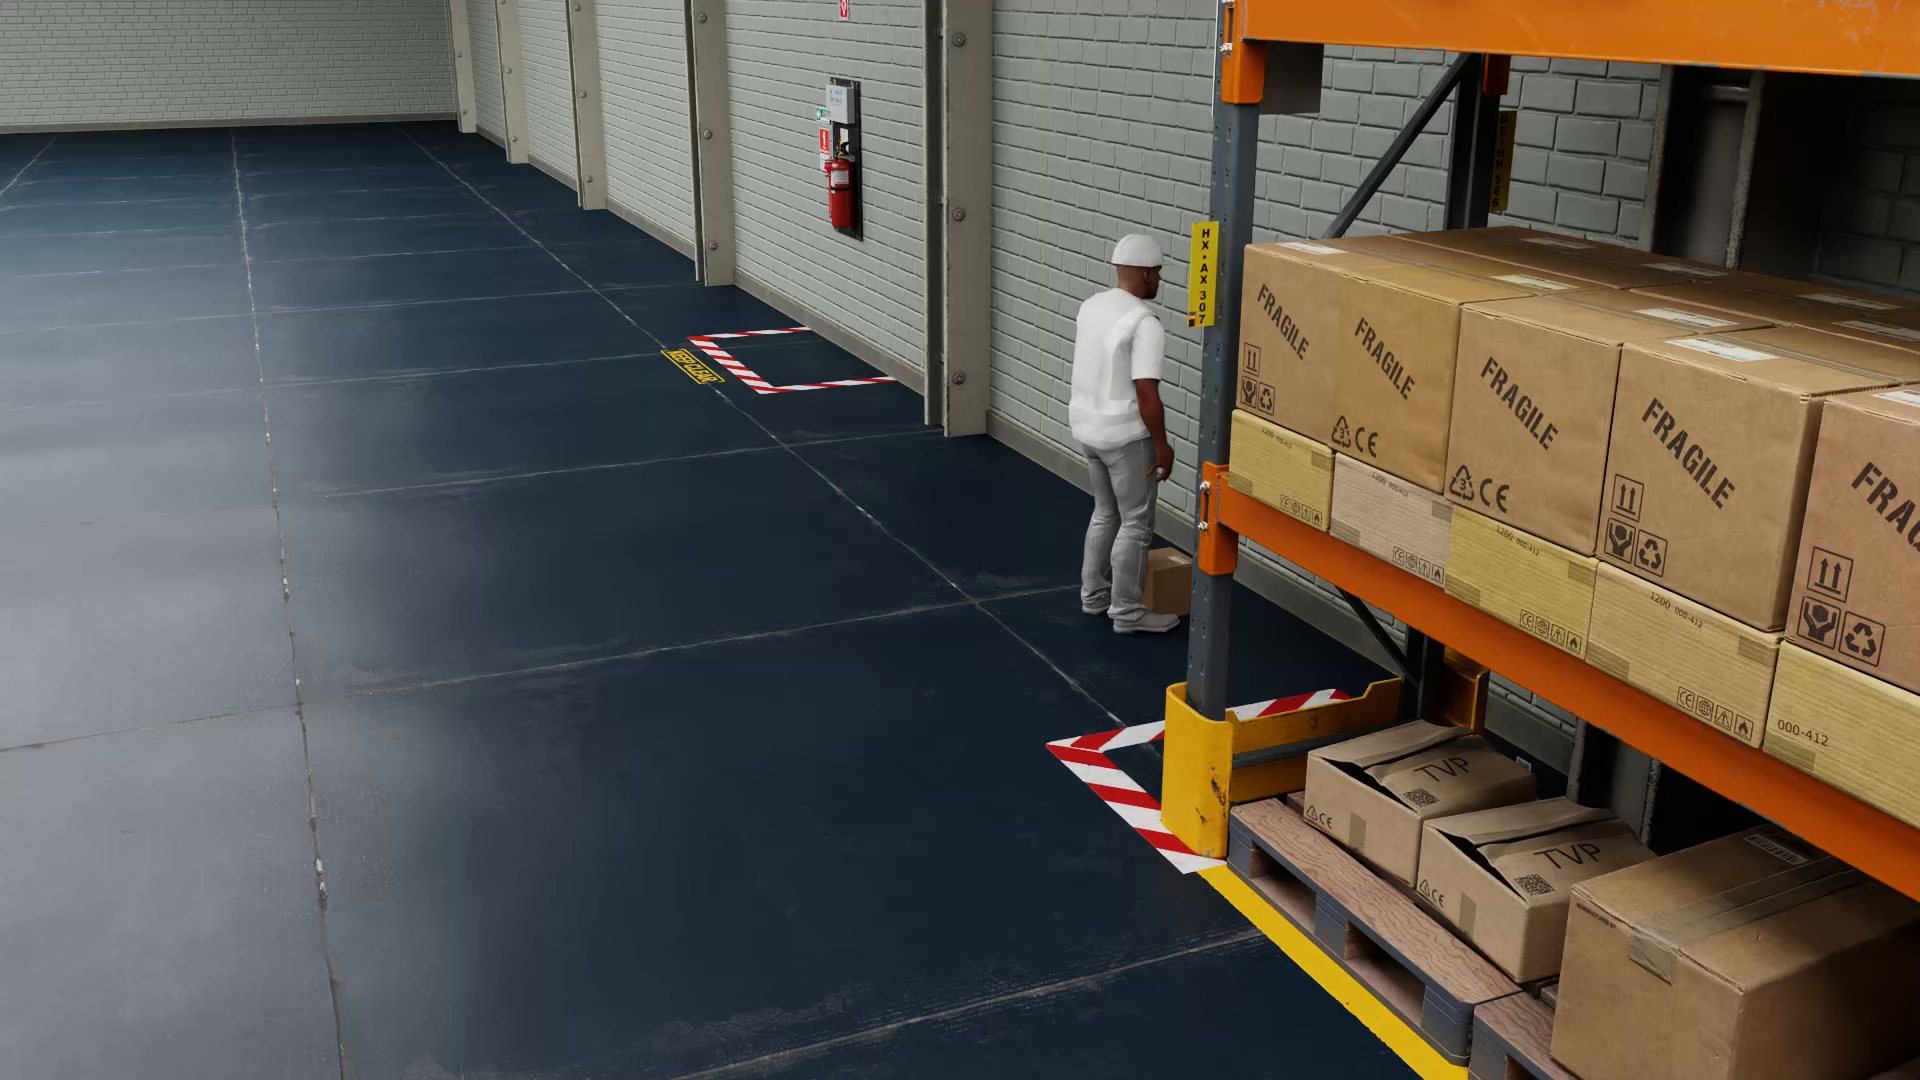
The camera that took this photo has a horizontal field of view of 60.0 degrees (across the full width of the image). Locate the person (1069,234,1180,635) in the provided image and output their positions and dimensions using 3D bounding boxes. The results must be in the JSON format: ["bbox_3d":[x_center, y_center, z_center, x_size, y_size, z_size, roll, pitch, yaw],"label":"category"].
[{"bbox_3d":[0.735,-0.482,7.457,0.455,1.761,0.635,-9,21,-25],"label":"person"}]
